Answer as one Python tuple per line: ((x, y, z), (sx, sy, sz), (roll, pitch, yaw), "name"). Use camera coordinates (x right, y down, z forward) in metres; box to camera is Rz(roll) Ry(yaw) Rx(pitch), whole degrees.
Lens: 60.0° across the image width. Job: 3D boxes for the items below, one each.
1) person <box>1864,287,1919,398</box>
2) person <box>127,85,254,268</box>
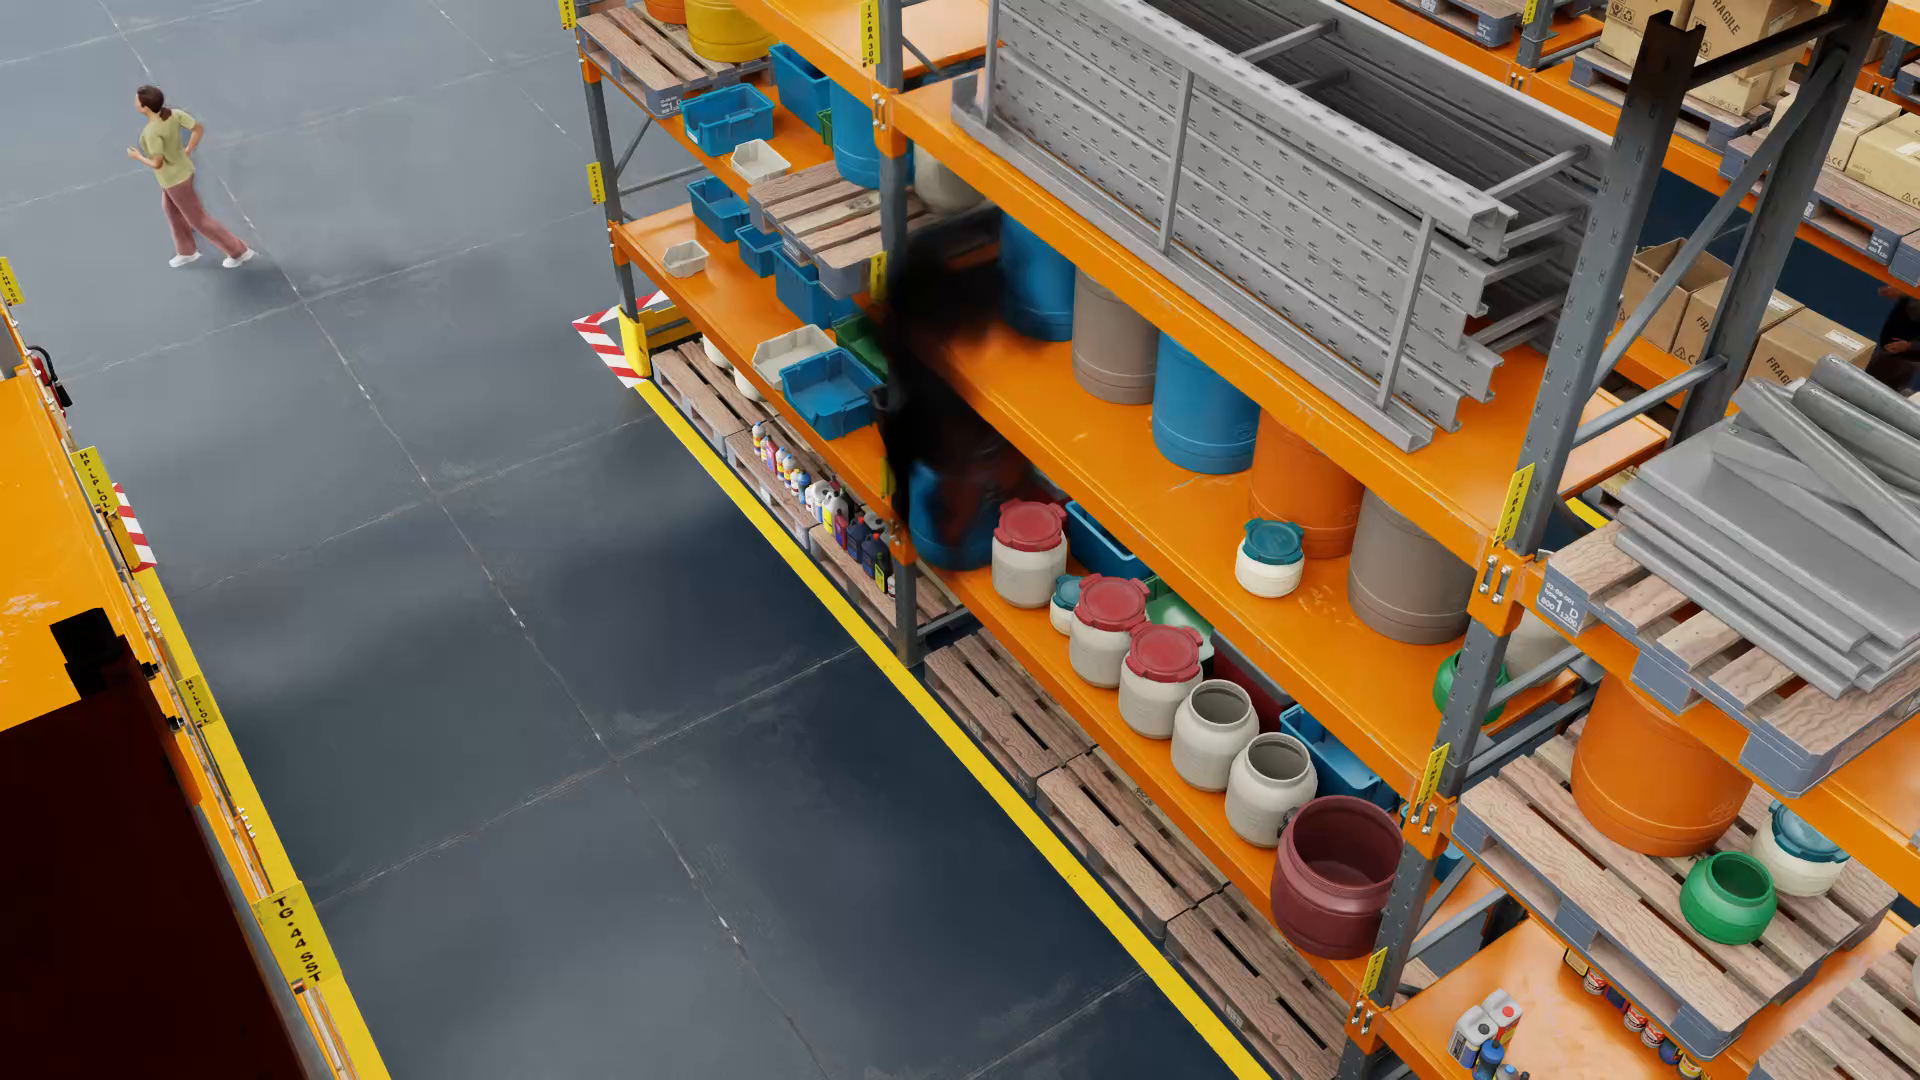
((6.787, -1.365, 11.941), (0.660, 1.713, 0.955), (-34, 52, -31), "person")
((-6.404, -2.939, 13.696), (0.809, 1.705, 0.562), (-1, 43, -1), "person")
